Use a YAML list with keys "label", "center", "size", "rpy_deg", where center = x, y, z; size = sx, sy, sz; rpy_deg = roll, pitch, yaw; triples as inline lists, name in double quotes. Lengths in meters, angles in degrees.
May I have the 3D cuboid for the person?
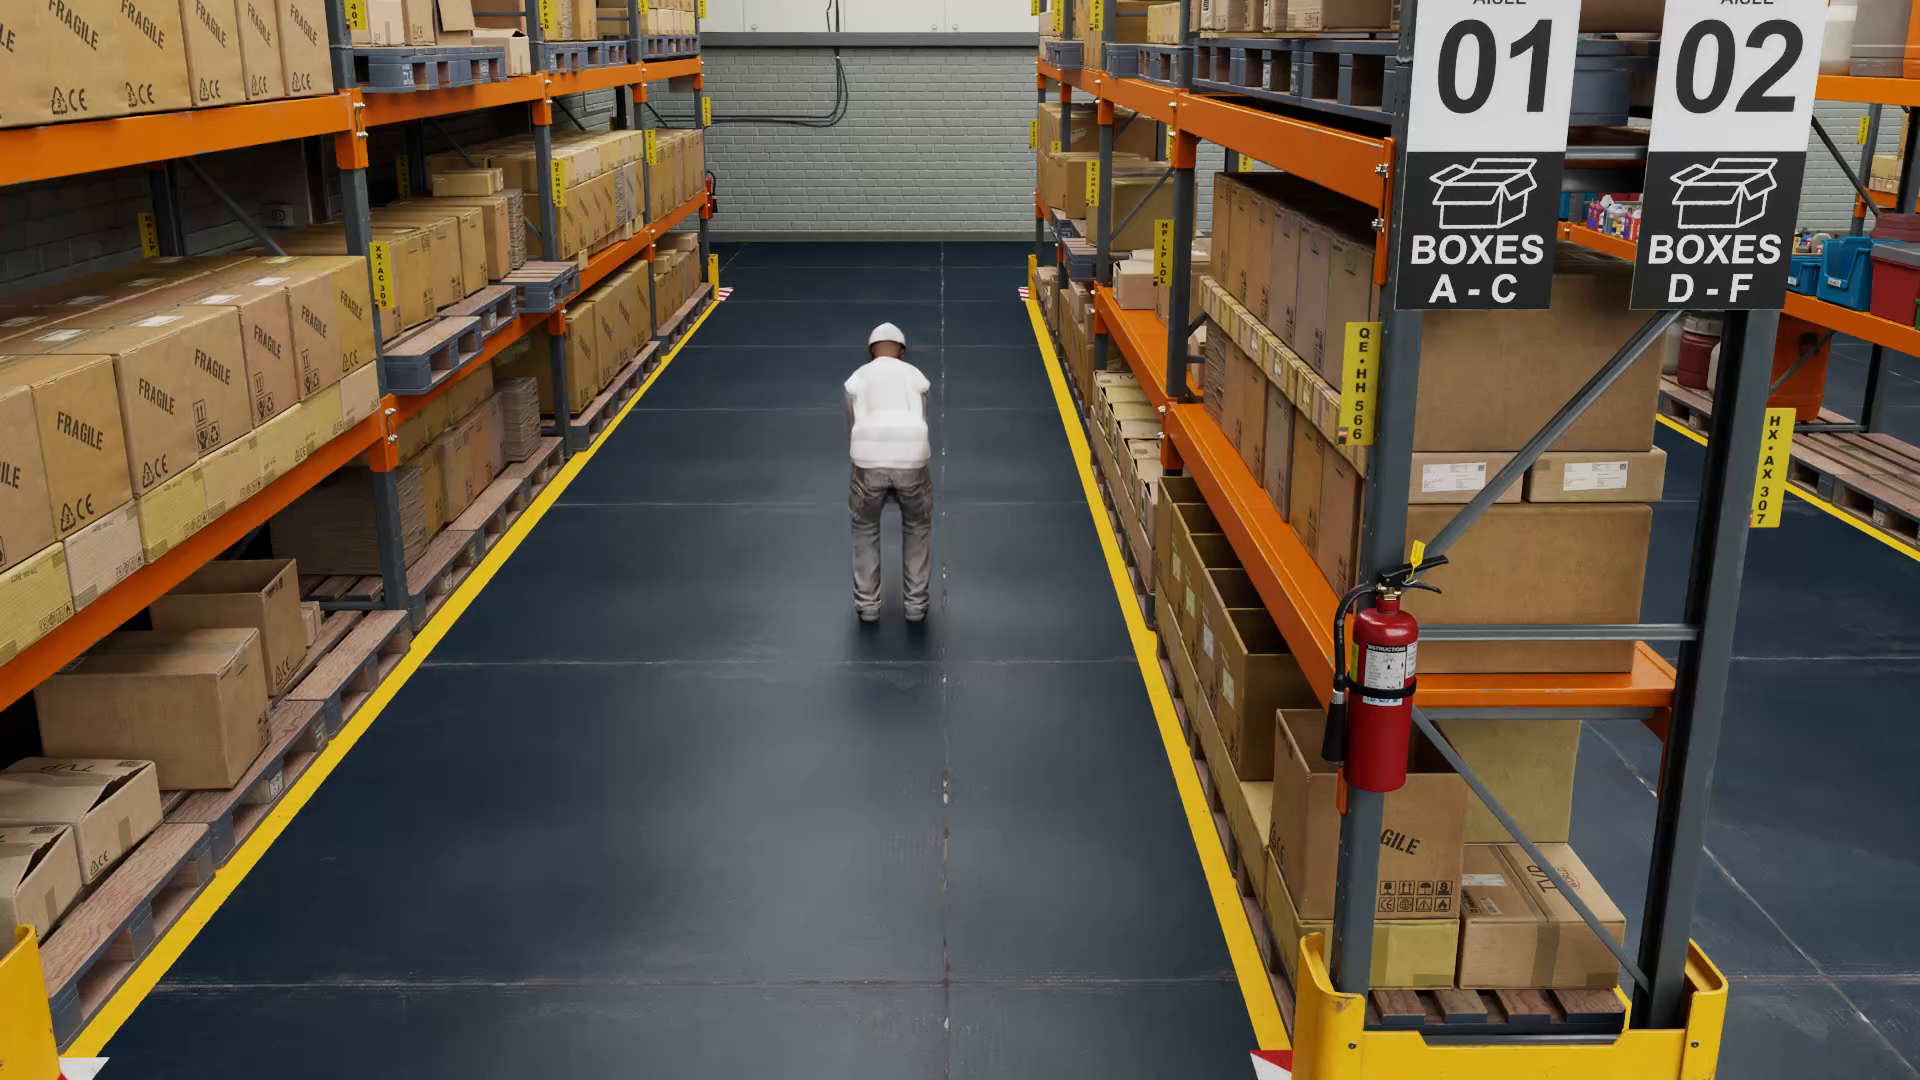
- label: "person"
  center: [-0.389, -0.379, 9.160]
  size: [0.479, 1.544, 0.822]
  rpy_deg: [-1, 17, -2]
